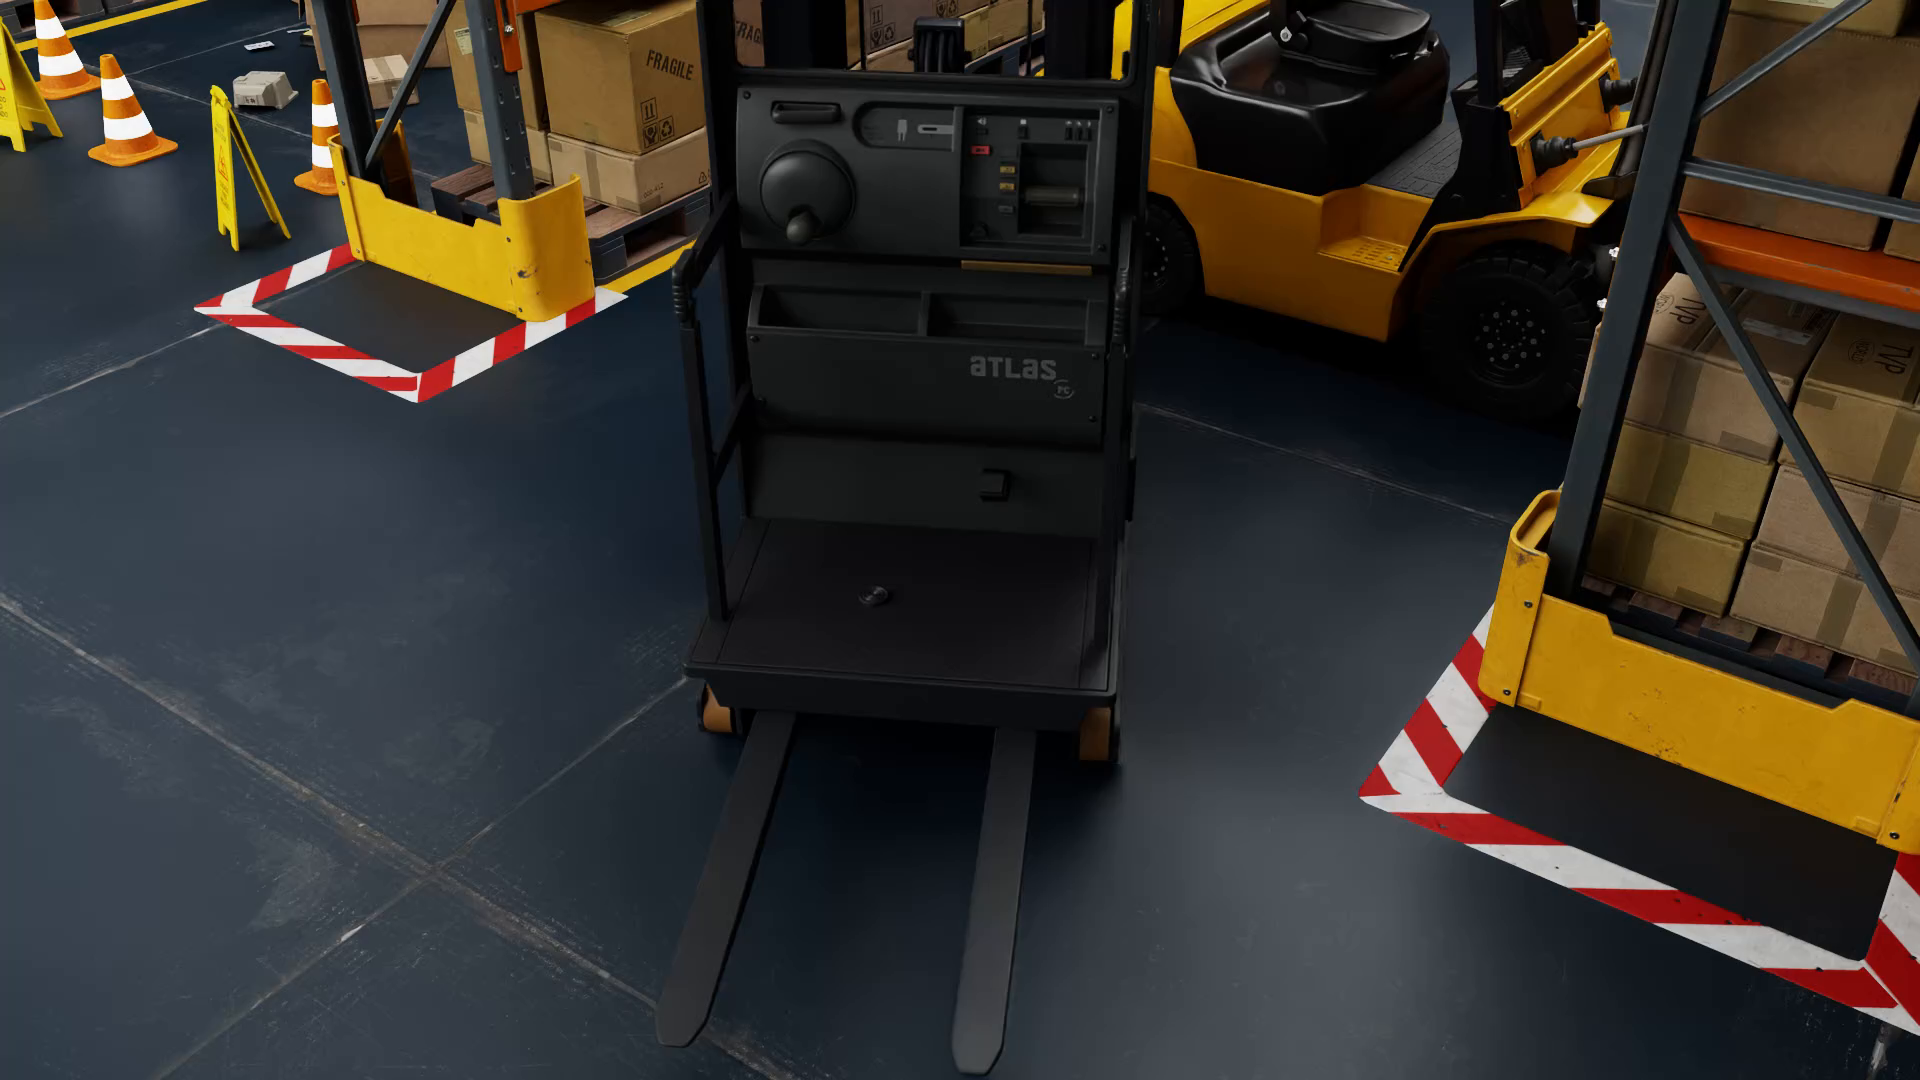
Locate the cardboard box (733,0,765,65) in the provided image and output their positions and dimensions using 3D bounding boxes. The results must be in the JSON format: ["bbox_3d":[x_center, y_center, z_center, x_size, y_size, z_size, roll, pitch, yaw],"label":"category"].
[{"bbox_3d":[-1.072,-2.192,7.224,0.500,0.500,0.500,20,39,27],"label":"cardboard box"}]

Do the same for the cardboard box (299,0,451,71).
[{"bbox_3d":[-3.145,-2.894,9.080,0.797,0.503,0.637,-3,34,-4],"label":"cardboard box"}]

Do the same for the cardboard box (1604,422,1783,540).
[{"bbox_3d":[2.034,-0.293,4.639,0.500,0.250,0.500,21,39,28],"label":"cardboard box"}]

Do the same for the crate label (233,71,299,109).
[{"bbox_3d":[-3.590,-2.314,8.550,0.250,0.136,0.298,3,34,4],"label":"crate label"}]

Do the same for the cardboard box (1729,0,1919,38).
[{"bbox_3d":[1.981,-1.286,3.806,0.380,0.149,0.250,22,40,29],"label":"cardboard box"}]

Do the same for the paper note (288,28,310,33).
[{"bbox_3d":[-3.810,-2.937,9.584,0.123,0.001,0.032,-15,37,-21],"label":"paper note"}]

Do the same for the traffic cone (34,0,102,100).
[{"bbox_3d":[-4.722,-2.585,8.660,0.336,0.463,0.334,21,39,28],"label":"traffic cone"}]

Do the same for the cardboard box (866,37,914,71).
[{"bbox_3d":[-0.491,-2.348,8.124,0.500,0.250,0.500,22,40,29],"label":"cardboard box"}]

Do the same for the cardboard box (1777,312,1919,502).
[{"bbox_3d":[2.443,-0.337,4.257,0.500,0.250,0.500,21,39,28],"label":"cardboard box"}]

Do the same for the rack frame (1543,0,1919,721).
[{"bbox_3d":[2.013,-0.727,3.647,1.000,3.000,0.127,21,39,28],"label":"rack frame"}]

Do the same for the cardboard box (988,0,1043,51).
[{"bbox_3d":[0.098,-2.829,8.835,0.500,0.250,0.500,23,40,30],"label":"cardboard box"}]

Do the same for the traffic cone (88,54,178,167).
[{"bbox_3d":[-3.987,-2.068,7.895,0.336,0.463,0.334,21,39,28],"label":"traffic cone"}]

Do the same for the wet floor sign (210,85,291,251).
[{"bbox_3d":[-3.054,-1.590,7.025,0.232,0.644,0.267,-22,40,-29],"label":"wet floor sign"}]

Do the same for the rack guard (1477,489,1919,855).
[{"bbox_3d":[1.999,0.320,4.331,1.175,0.500,0.348,21,39,28],"label":"rack guard"}]

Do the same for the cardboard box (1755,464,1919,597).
[{"bbox_3d":[2.452,-0.119,4.382,0.500,0.250,0.500,22,40,29],"label":"cardboard box"}]

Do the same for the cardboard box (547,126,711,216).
[{"bbox_3d":[-1.380,-1.629,7.060,0.500,0.250,0.500,21,39,28],"label":"cardboard box"}]

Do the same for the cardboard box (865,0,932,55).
[{"bbox_3d":[-0.481,-2.669,7.930,0.500,0.500,0.500,24,41,31],"label":"cardboard box"}]

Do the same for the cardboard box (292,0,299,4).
[{"bbox_3d":[-3.952,-3.609,10.139,0.500,0.500,0.500,29,44,36],"label":"cardboard box"}]

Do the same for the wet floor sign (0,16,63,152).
[{"bbox_3d":[-4.581,-2.224,7.963,0.267,0.644,0.232,14,37,20],"label":"wet floor sign"}]

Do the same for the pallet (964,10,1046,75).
[{"bbox_3d":[-0.140,-2.676,9.019,1.003,0.211,1.213,21,39,28],"label":"pallet"}]

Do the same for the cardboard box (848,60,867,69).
[{"bbox_3d":[-0.782,-2.116,7.781,0.500,0.250,0.500,24,41,31],"label":"cardboard box"}]

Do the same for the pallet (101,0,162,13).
[{"bbox_3d":[-5.103,-3.642,10.447,1.003,0.211,1.213,21,39,28],"label":"pallet"}]

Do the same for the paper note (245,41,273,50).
[{"bbox_3d":[-3.926,-2.775,9.327,0.142,0.017,0.144,-22,40,-29],"label":"paper note"}]

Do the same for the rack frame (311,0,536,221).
[{"bbox_3d":[-2.067,-2.311,5.989,1.000,3.000,0.127,21,39,28],"label":"rack frame"}]

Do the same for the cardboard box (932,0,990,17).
[{"bbox_3d":[-0.191,-2.904,8.277,0.500,0.500,0.500,22,40,29],"label":"cardboard box"}]

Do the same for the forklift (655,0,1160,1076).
[{"bbox_3d":[-0.106,-0.835,3.869,1.130,2.935,3.031,4,34,5],"label":"forklift"}]

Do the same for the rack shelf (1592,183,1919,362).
[{"bbox_3d":[3.153,-1.349,5.210,1.077,0.370,4.000,21,39,28],"label":"rack shelf"}]

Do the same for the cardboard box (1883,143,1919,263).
[{"bbox_3d":[2.524,-0.908,3.825,0.500,0.500,0.500,23,40,30],"label":"cardboard box"}]

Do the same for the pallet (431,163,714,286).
[{"bbox_3d":[-1.531,-1.553,7.358,1.003,0.211,1.213,21,39,28],"label":"pallet"}]

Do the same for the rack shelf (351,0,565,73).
[{"bbox_3d":[-0.926,-2.933,7.552,1.077,0.370,4.000,21,39,28],"label":"rack shelf"}]

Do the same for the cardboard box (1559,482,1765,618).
[{"bbox_3d":[2.021,-0.079,4.769,0.500,0.250,0.500,22,40,28],"label":"cardboard box"}]

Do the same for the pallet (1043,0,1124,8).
[{"bbox_3d":[0.657,-3.355,10.023,1.003,0.211,1.213,21,39,28],"label":"pallet"}]

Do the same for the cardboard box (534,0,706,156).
[{"bbox_3d":[-1.367,-1.950,6.867,0.500,0.500,0.500,20,39,27],"label":"cardboard box"}]

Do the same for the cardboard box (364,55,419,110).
[{"bbox_3d":[-2.979,-2.378,8.633,0.250,0.149,0.380,-15,37,-21],"label":"cardboard box"}]

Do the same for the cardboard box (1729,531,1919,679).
[{"bbox_3d":[2.454,0.075,4.542,0.500,0.250,0.500,21,40,28],"label":"cardboard box"}]

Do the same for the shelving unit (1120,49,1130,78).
[{"bbox_3d":[0.051,-1.111,5.887,1.048,1.125,0.538,2,34,3],"label":"shelving unit"}]

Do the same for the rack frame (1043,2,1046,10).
[{"bbox_3d":[0.214,-4.152,8.711,1.000,3.000,0.127,21,39,28],"label":"rack frame"}]

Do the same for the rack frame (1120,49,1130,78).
[{"bbox_3d":[0.558,-1.091,5.858,0.032,1.125,0.500,2,34,3],"label":"rack frame"}]

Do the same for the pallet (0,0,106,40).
[{"bbox_3d":[-5.799,-3.083,9.621,1.003,0.211,1.213,21,39,28],"label":"pallet"}]

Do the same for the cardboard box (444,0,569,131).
[{"bbox_3d":[-1.824,-2.108,7.100,0.500,0.500,0.500,22,40,28],"label":"cardboard box"}]

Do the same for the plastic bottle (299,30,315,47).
[{"bbox_3d":[-3.616,-2.878,9.451,0.133,0.061,0.283,8,35,12],"label":"plastic bottle"}]

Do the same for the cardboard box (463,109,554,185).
[{"bbox_3d":[-1.813,-1.815,7.335,0.500,0.250,0.500,21,39,28],"label":"cardboard box"}]

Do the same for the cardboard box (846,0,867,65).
[{"bbox_3d":[-0.779,-2.421,7.562,0.500,0.500,0.500,22,40,29],"label":"cardboard box"}]

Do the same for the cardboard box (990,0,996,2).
[{"bbox_3d":[0.097,-3.139,8.624,0.500,0.500,0.500,21,39,28],"label":"cardboard box"}]

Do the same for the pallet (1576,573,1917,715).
[{"bbox_3d":[2.415,0.063,4.969,1.003,0.211,1.213,21,39,28],"label":"pallet"}]

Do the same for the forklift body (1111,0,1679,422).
[{"bbox_3d":[1.596,-1.831,6.037,2.313,2.155,1.214,21,39,28],"label":"forklift body"}]

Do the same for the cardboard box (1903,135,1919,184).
[{"bbox_3d":[2.381,-1.315,4.427,0.500,0.500,0.500,23,40,30],"label":"cardboard box"}]

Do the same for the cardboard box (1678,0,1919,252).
[{"bbox_3d":[2.078,-1.079,4.078,0.500,0.500,0.500,20,39,27],"label":"cardboard box"}]

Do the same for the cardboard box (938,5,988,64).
[{"bbox_3d":[-0.198,-2.580,8.468,0.500,0.250,0.500,20,39,27],"label":"cardboard box"}]

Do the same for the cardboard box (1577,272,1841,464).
[{"bbox_3d":[2.019,-0.488,4.480,0.500,0.250,0.500,23,40,30],"label":"cardboard box"}]

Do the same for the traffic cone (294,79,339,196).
[{"bbox_3d":[-2.881,-1.870,7.602,0.336,0.463,0.334,21,39,28],"label":"traffic cone"}]

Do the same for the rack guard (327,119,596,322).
[{"bbox_3d":[-2.023,-1.310,6.741,1.175,0.500,0.348,21,39,28],"label":"rack guard"}]
